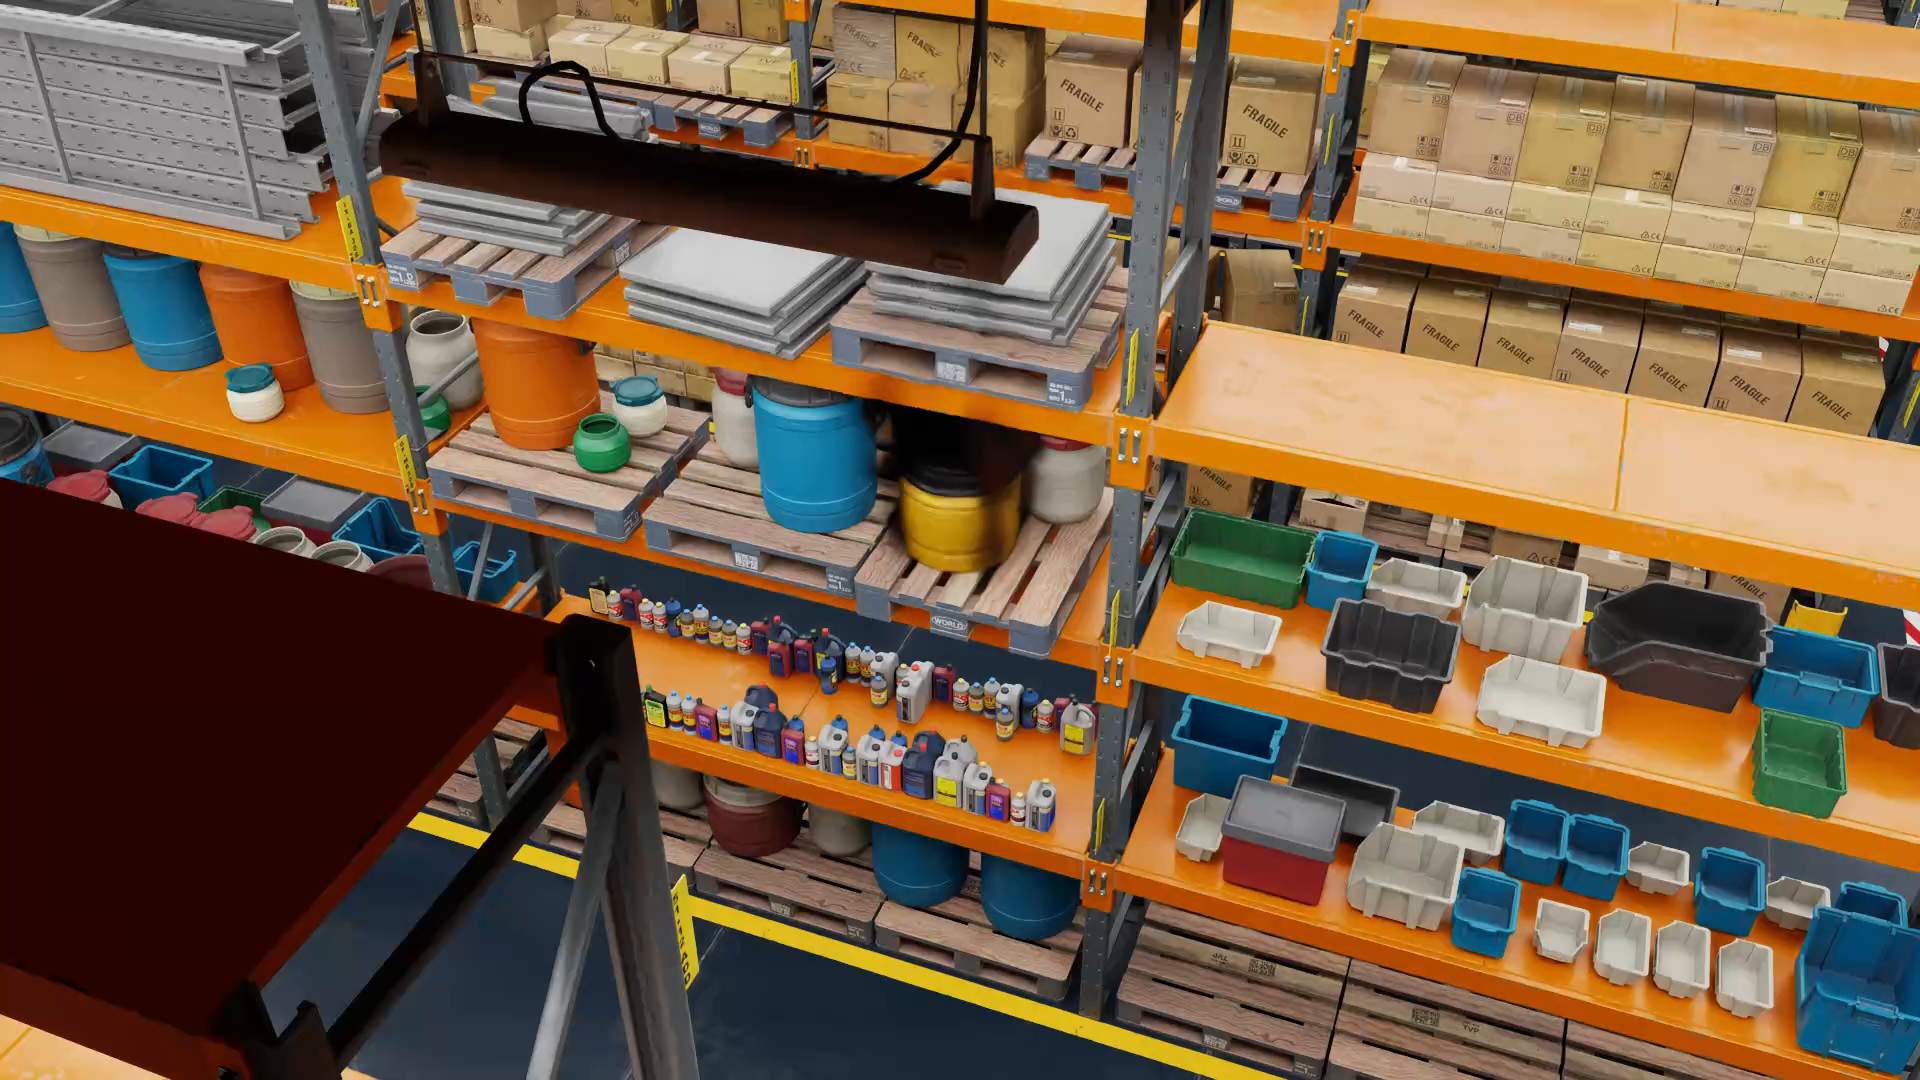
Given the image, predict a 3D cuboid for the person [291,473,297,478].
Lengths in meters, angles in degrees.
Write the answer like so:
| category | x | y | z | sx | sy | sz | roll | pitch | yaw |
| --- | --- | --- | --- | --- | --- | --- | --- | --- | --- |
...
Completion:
| category | x | y | z | sx | sy | sz | roll | pitch | yaw |
| --- | --- | --- | --- | --- | --- | --- | --- | --- | --- |
| person | -4.974 | -0.616 | 12.798 | 0.602 | 1.688 | 0.650 | 13 | 38 | 17 |
